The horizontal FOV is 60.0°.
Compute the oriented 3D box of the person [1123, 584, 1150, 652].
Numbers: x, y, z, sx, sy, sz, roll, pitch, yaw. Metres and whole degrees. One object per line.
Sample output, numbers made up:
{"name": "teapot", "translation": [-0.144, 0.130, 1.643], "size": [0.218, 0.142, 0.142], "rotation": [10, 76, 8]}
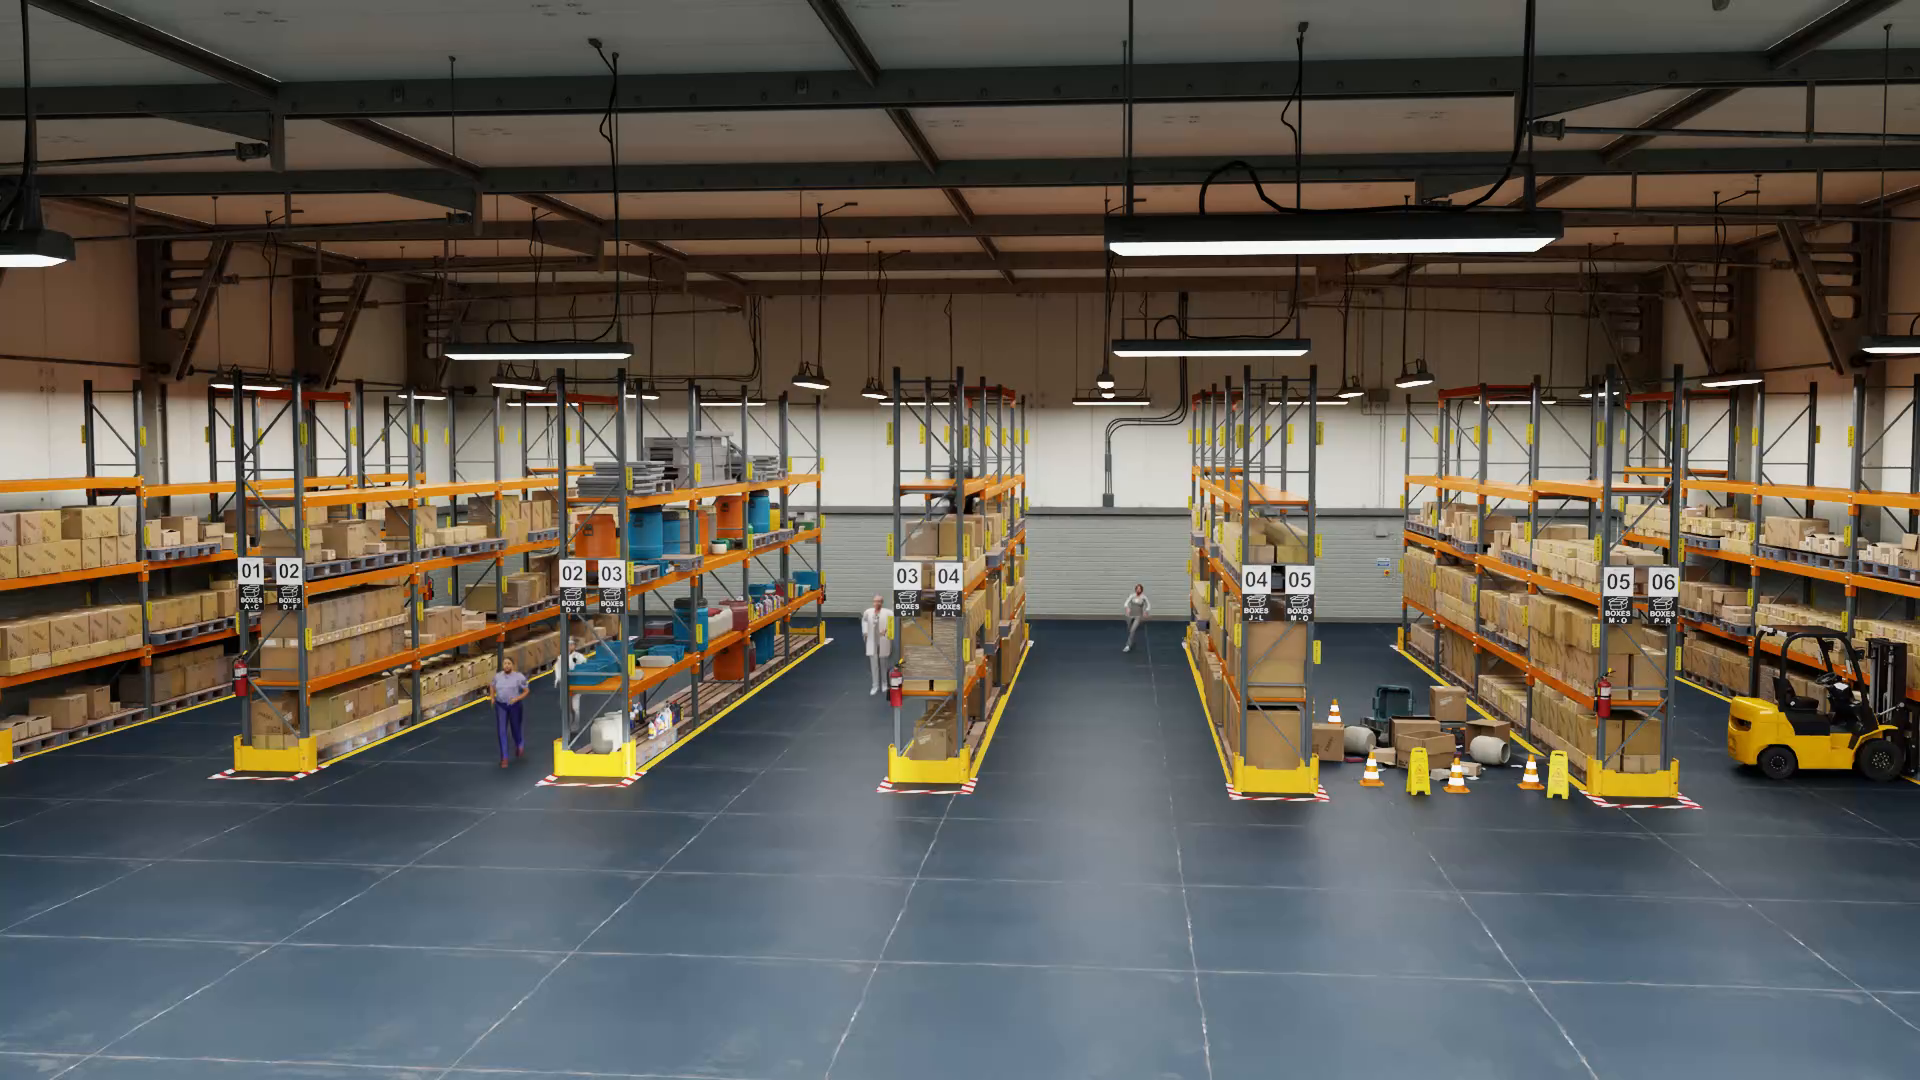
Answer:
{"name": "person", "translation": [4.123, 1.809, 38.850], "size": [0.601, 1.551, 0.813], "rotation": [1, 4, 18]}

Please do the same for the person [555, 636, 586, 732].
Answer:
{"name": "person", "translation": [-6.551, 2.429, 27.904], "size": [0.583, 1.642, 0.692], "rotation": [0, 4, -1]}

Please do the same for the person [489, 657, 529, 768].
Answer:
{"name": "person", "translation": [-6.908, 2.613, 25.483], "size": [0.622, 1.648, 0.790], "rotation": [0, 4, -5]}

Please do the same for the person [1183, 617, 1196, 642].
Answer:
{"name": "person", "translation": [5.887, 1.614, 40.505], "size": [0.833, 1.763, 0.724], "rotation": [-1, 4, -15]}

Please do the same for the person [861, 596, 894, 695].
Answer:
{"name": "person", "translation": [-1.494, 1.920, 30.724], "size": [0.716, 1.810, 0.790], "rotation": [1, 4, 8]}
